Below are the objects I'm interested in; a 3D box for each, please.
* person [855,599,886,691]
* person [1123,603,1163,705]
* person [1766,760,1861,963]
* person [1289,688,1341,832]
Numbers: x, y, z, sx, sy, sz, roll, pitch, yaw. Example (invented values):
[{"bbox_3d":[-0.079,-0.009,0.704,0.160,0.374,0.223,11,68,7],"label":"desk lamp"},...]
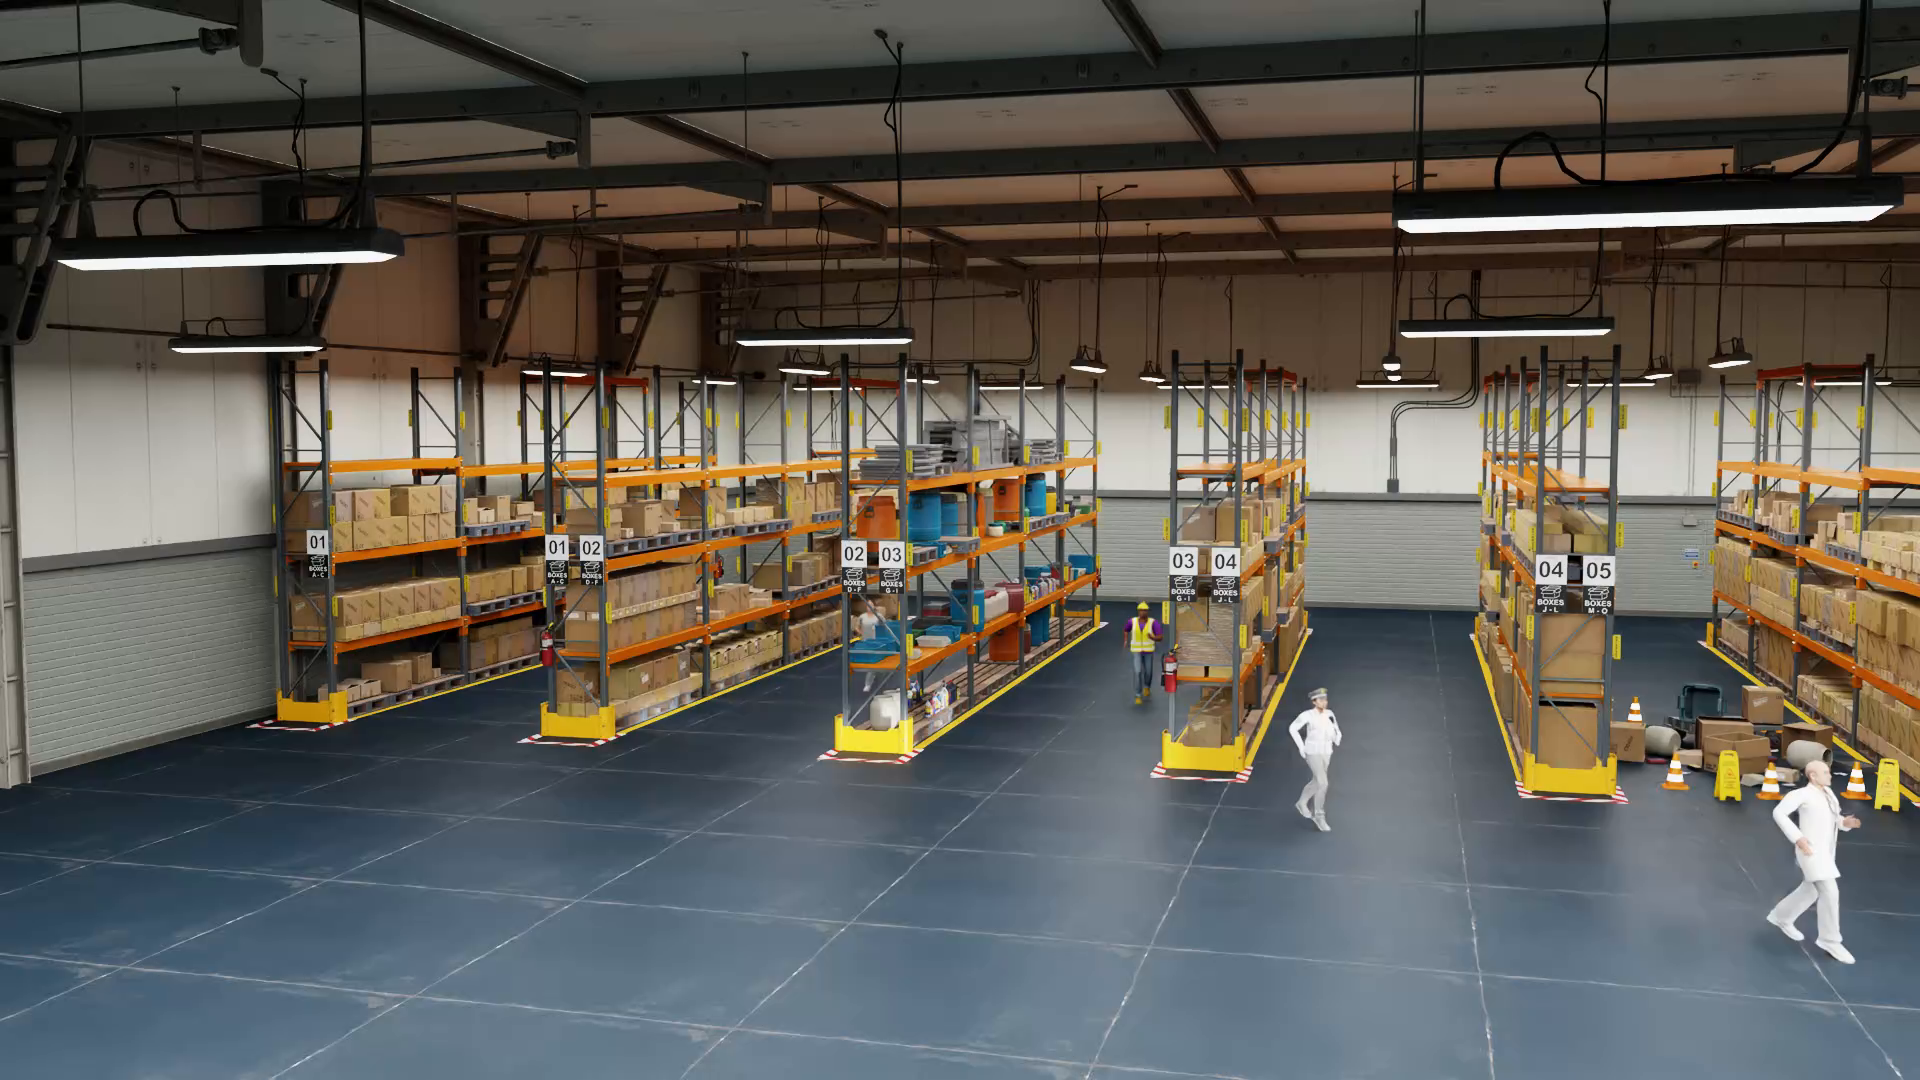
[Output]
[{"bbox_3d":[-1.658,1.923,30.826,0.575,1.658,0.897,1,4,10],"label":"person"},{"bbox_3d":[3.228,1.978,29.394,0.700,1.754,0.989,0,4,6],"label":"person"},{"bbox_3d":[8.047,2.981,15.686,0.694,1.824,0.875,-3,5,-40],"label":"person"},{"bbox_3d":[4.407,2.680,20.569,0.595,1.753,0.751,-2,5,-30],"label":"person"}]
